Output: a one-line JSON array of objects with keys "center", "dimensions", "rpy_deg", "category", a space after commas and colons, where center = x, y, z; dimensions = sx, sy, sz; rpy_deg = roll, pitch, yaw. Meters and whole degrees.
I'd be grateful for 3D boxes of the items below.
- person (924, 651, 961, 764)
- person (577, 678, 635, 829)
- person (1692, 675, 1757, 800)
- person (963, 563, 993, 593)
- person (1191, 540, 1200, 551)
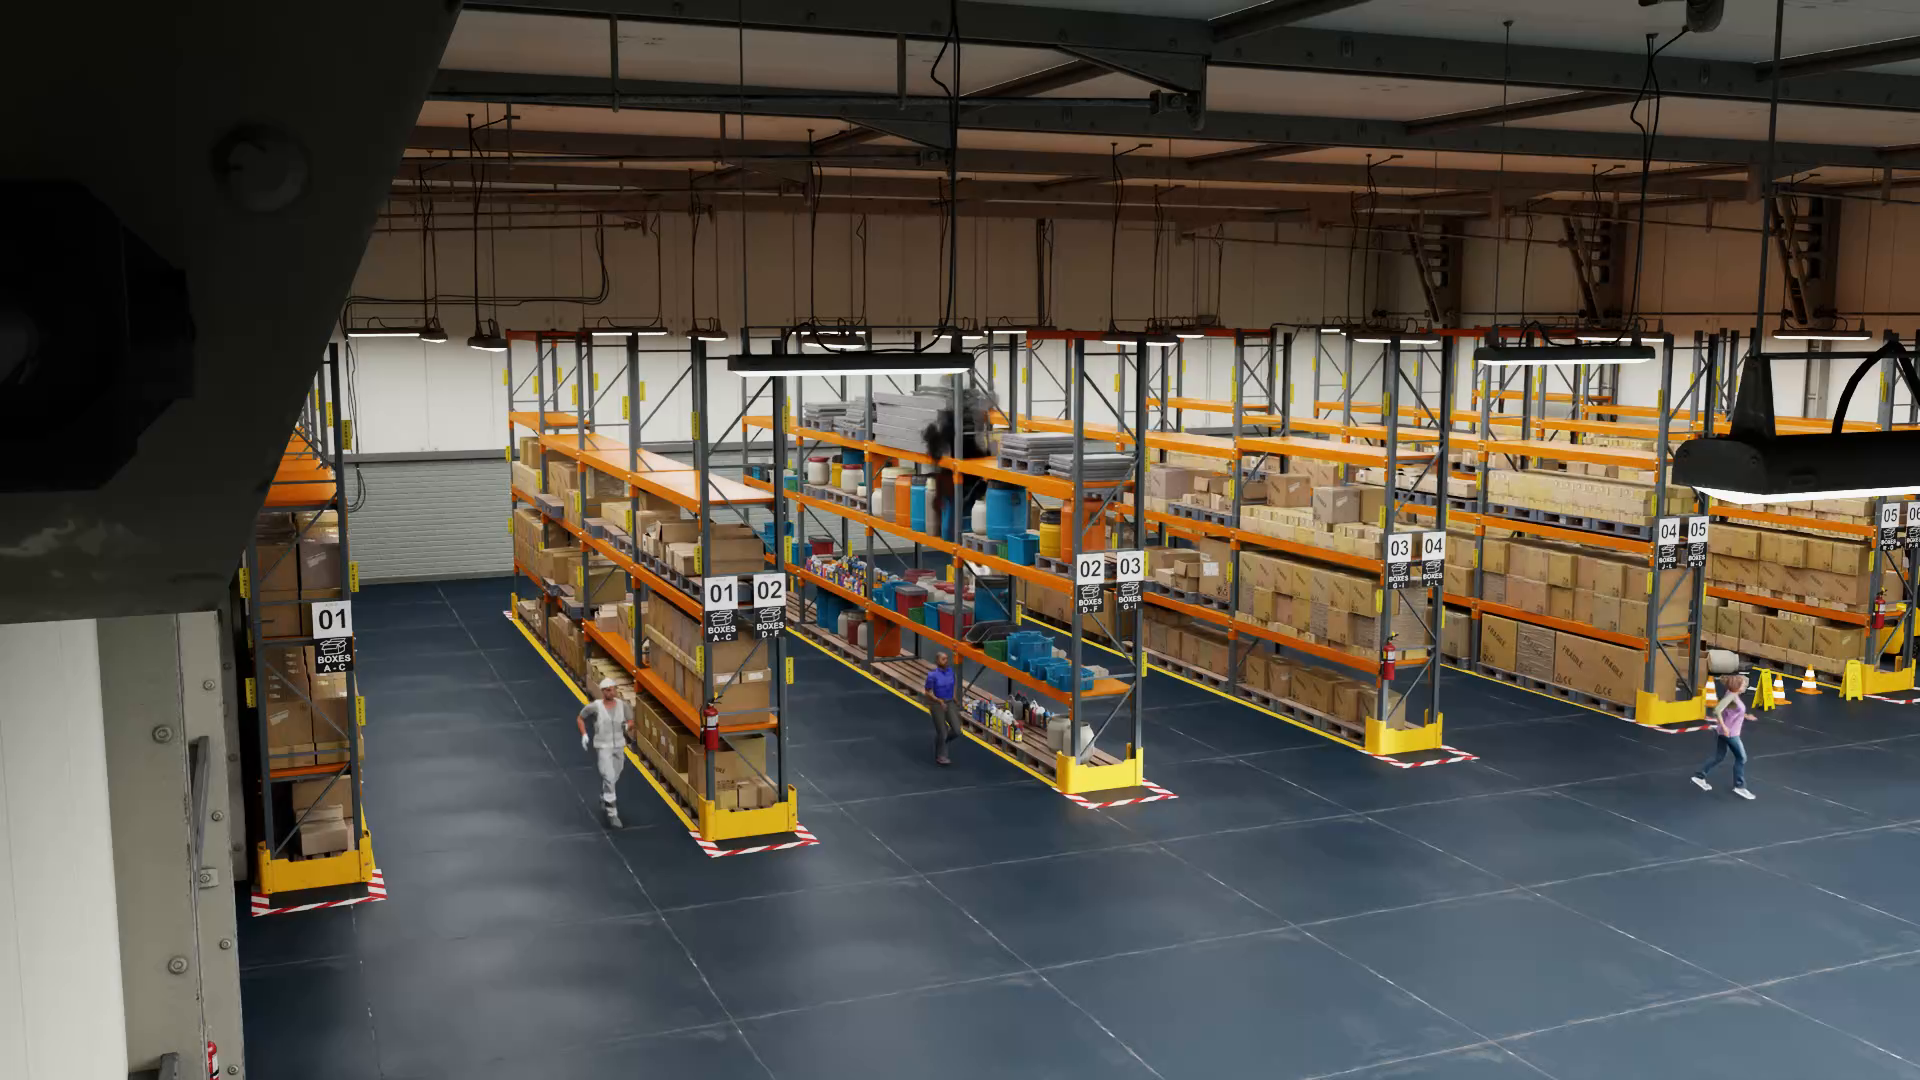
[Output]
[{"center": [-0.221, 2.358, 23.399], "dimensions": [0.550, 1.610, 0.544], "rpy_deg": [-5, 9, -32], "category": "person"}, {"center": [-4.376, 2.612, 20.735], "dimensions": [0.655, 1.819, 0.851], "rpy_deg": [-6, 10, -37], "category": "person"}, {"center": [10.079, 2.572, 21.877], "dimensions": [0.770, 1.621, 0.530], "rpy_deg": [2, 8, 17], "category": "person"}, {"center": [0.370, 1.055, 32.168], "dimensions": [0.698, 1.772, 0.892], "rpy_deg": [-6, 10, -36], "category": "person"}, {"center": [6.047, -0.292, 42.533], "dimensions": [0.617, 1.704, 0.648], "rpy_deg": [-3, 8, -22], "category": "person"}]
